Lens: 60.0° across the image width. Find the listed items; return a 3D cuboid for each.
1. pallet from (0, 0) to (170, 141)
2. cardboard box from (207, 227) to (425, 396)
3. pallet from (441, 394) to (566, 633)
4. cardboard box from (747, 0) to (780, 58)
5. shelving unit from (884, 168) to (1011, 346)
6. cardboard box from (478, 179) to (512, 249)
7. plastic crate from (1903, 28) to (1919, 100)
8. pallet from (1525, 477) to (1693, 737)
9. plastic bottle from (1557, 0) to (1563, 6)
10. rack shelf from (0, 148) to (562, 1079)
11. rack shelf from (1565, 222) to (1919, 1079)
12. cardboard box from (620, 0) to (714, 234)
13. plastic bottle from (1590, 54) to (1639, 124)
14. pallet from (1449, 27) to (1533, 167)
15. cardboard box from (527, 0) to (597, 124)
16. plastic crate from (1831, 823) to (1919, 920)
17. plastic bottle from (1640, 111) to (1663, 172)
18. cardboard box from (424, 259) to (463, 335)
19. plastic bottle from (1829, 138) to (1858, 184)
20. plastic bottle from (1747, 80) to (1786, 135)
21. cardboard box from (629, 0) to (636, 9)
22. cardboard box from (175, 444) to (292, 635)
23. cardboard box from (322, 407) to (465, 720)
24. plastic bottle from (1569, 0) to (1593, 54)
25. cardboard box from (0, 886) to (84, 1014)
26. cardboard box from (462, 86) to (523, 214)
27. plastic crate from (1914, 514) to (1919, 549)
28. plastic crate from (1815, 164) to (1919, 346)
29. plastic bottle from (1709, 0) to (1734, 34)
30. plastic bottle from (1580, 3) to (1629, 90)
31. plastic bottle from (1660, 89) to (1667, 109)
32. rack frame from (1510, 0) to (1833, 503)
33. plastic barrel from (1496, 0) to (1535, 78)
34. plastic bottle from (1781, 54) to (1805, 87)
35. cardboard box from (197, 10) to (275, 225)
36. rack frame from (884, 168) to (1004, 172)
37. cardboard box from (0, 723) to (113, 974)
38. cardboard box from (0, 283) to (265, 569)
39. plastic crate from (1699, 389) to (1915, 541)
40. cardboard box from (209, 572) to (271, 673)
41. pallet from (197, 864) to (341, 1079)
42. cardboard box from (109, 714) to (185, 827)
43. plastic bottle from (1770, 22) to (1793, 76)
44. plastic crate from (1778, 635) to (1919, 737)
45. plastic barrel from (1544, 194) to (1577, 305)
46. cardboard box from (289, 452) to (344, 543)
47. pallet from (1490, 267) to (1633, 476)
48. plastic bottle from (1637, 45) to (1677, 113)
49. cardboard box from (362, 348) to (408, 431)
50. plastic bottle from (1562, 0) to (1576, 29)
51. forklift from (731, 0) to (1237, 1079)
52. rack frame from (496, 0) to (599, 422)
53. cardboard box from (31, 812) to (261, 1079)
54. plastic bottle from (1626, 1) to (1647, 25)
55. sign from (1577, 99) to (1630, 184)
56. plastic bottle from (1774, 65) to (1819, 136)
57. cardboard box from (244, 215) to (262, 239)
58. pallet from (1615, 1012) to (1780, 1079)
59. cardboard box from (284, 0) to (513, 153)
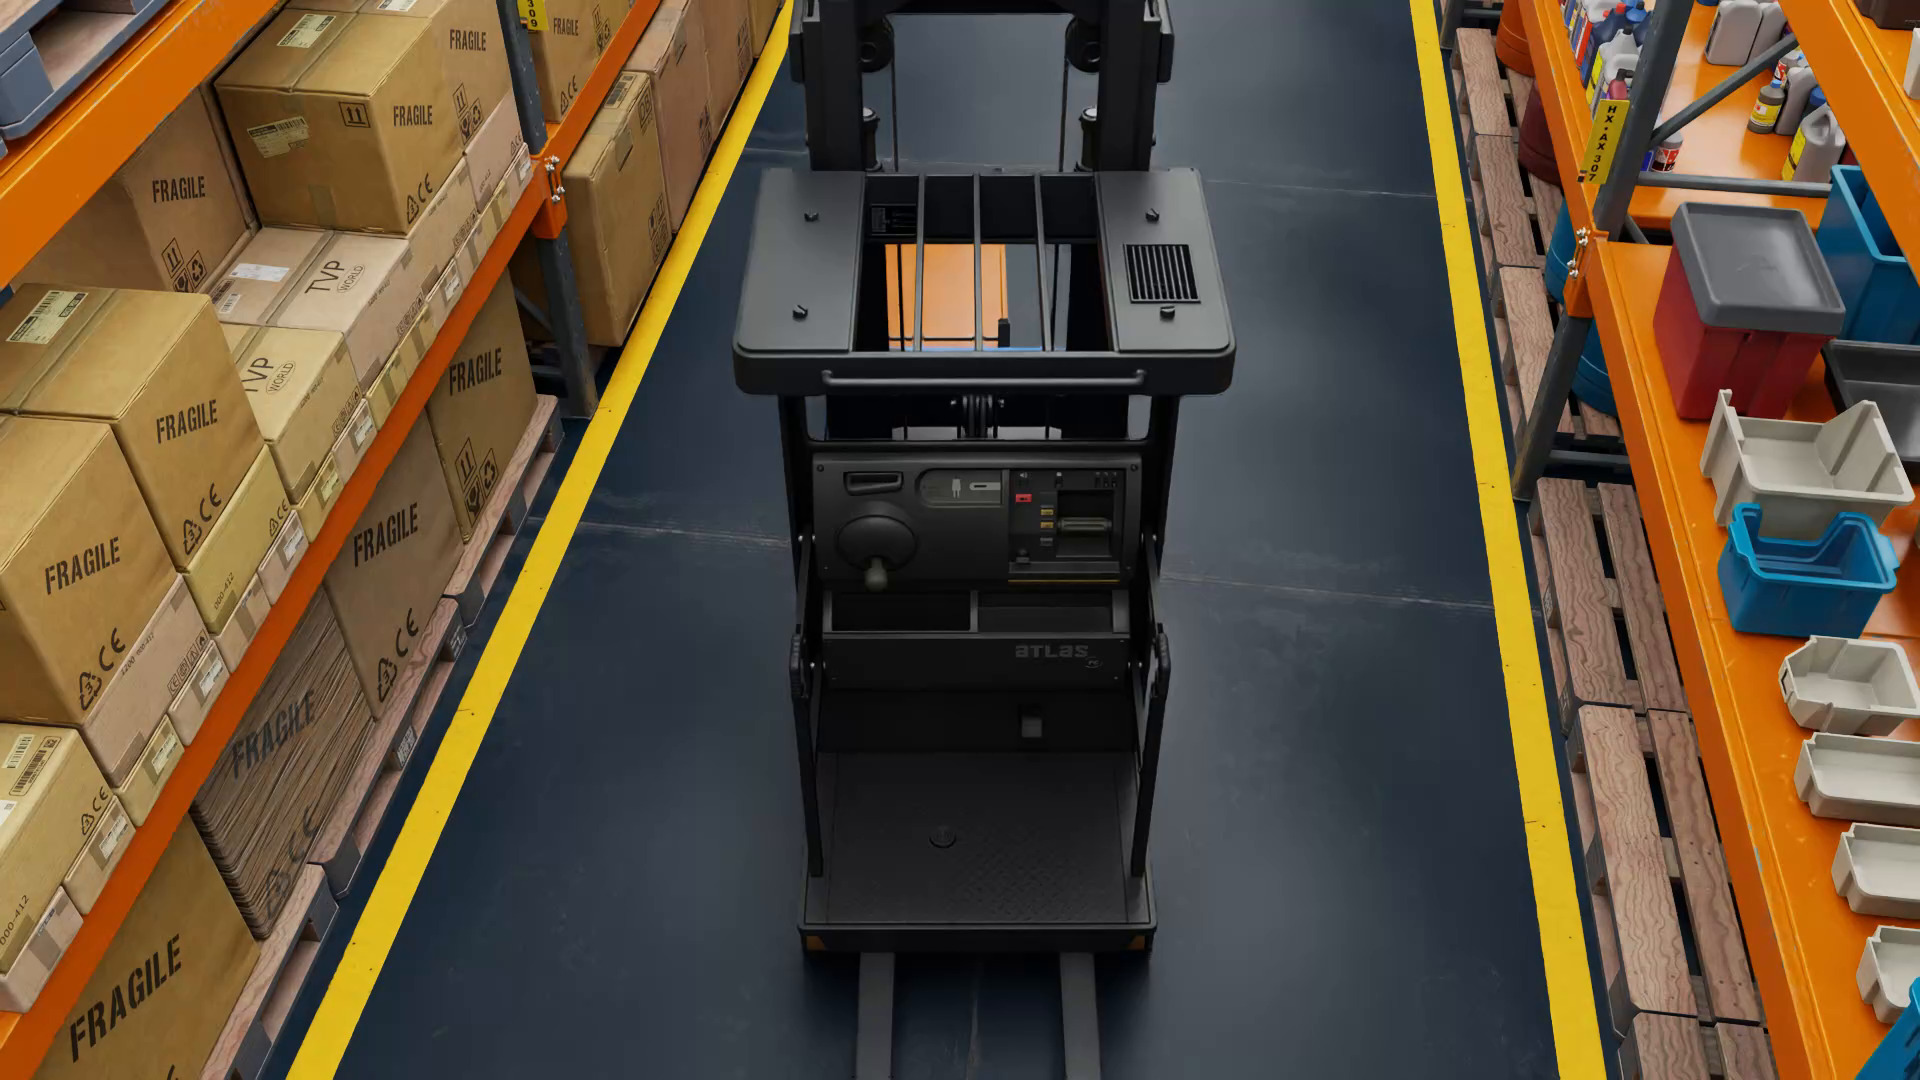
[{"bbox_3d":[-2.388,-1.367,3.895,1.003,0.211,1.213,5,44,6],"label":"pallet"},{"bbox_3d":[-2.037,-0.724,5.225,0.500,0.250,0.500,6,44,6],"label":"cardboard box"},{"bbox_3d":[-2.284,-0.172,6.778,1.003,0.211,1.213,5,44,6],"label":"pallet"},{"bbox_3d":[-1.689,-3.334,9.330,1.225,0.875,0.875,3,44,4],"label":"cardboard box"},{"bbox_3d":[-0.071,-0.729,6.701,0.538,1.125,1.048,0,43,0],"label":"shelving unit"},{"bbox_3d":[-1.855,-1.191,6.009,0.380,0.149,0.250,6,44,6],"label":"cardboard box"},{"bbox_3d":[2.302,-0.944,3.575,0.437,0.136,0.530,5,44,6],"label":"plastic crate"},{"bbox_3d":[2.745,0.272,6.309,1.003,0.211,1.213,5,44,6],"label":"pallet"},{"bbox_3d":[2.684,-2.505,7.299,0.061,0.283,0.133,5,44,6],"label":"plastic bottle"},{"bbox_3d":[-2.370,-0.071,5.167,1.077,0.370,4.000,5,44,6],"label":"rack shelf"},{"bbox_3d":[2.539,0.379,4.692,1.077,0.370,4.000,5,44,6],"label":"rack shelf"},{"bbox_3d":[-1.924,-2.124,8.051,1.225,0.875,0.875,4,44,4],"label":"cardboard box"},{"bbox_3d":[2.584,-1.747,6.504,0.152,0.276,0.135,5,44,6],"label":"plastic bottle"},{"bbox_3d":[3.270,-2.418,9.150,1.003,0.211,1.213,5,44,6],"label":"pallet"},{"bbox_3d":[-1.797,-2.023,6.632,0.500,0.500,0.500,5,44,6],"label":"cardboard box"},{"bbox_3d":[2.256,0.786,3.886,0.396,0.136,0.243,5,44,6],"label":"plastic crate"},{"bbox_3d":[2.535,-1.498,6.241,0.152,0.276,0.135,5,44,6],"label":"plastic bottle"},{"bbox_3d":[-1.923,-0.841,5.639,0.380,0.149,0.250,6,44,6],"label":"cardboard box"},{"bbox_3d":[3.275,-1.414,6.147,0.061,0.283,0.133,5,44,6],"label":"plastic bottle"},{"bbox_3d":[3.165,-1.702,6.511,0.097,0.201,0.097,0,43,0],"label":"plastic bottle"},{"bbox_3d":[-1.665,-2.706,7.354,0.500,0.500,0.500,4,44,5],"label":"cardboard box"},{"bbox_3d":[-2.171,-0.023,4.485,0.500,0.250,0.500,4,44,4],"label":"cardboard box"},{"bbox_3d":[-2.391,-0.021,5.830,0.875,0.875,0.875,5,44,6],"label":"cardboard box"},{"bbox_3d":[2.668,-2.183,6.964,0.152,0.276,0.135,5,44,6],"label":"plastic bottle"},{"bbox_3d":[-2.260,0.910,3.790,0.380,0.149,0.250,6,44,6],"label":"cardboard box"},{"bbox_3d":[-1.904,-1.424,5.965,0.500,0.250,0.500,4,44,5],"label":"cardboard box"},{"bbox_3d":[2.872,0.043,4.671,0.293,0.136,0.466,5,44,6],"label":"plastic crate"},{"bbox_3d":[3.080,-0.912,5.500,0.392,0.384,0.575,5,44,6],"label":"plastic crate"},{"bbox_3d":[3.270,-2.242,7.081,0.097,0.201,0.097,0,43,0],"label":"plastic bottle"},{"bbox_3d":[2.625,-2.010,6.727,0.144,0.351,0.185,5,44,6],"label":"plastic bottle"},{"bbox_3d":[2.710,-1.722,6.531,0.097,0.201,0.097,0,43,0],"label":"plastic bottle"},{"bbox_3d":[2.804,-1.245,5.884,1.000,3.000,0.127,5,44,6],"label":"rack frame"},{"bbox_3d":[3.285,-3.001,9.011,0.600,0.830,0.708,5,44,6],"label":"plastic barrel"},{"bbox_3d":[3.346,-1.846,6.663,0.097,0.201,0.097,0,43,0],"label":"plastic bottle"},{"bbox_3d":[-2.495,-1.383,5.377,0.500,0.500,0.500,5,44,6],"label":"cardboard box"},{"bbox_3d":[-0.072,-1.078,7.070,0.500,1.125,0.032,0,43,0],"label":"rack frame"},{"bbox_3d":[-2.303,0.674,3.749,0.500,0.250,0.500,4,44,4],"label":"cardboard box"},{"bbox_3d":[-2.175,-0.292,4.224,0.500,0.500,0.500,4,44,4],"label":"cardboard box"},{"bbox_3d":[2.419,-0.200,4.822,0.437,0.282,0.530,5,44,6],"label":"plastic crate"},{"bbox_3d":[-2.127,0.209,4.530,0.380,0.149,0.250,4,44,5],"label":"cardboard box"},{"bbox_3d":[-2.606,1.491,5.022,1.003,0.211,1.213,5,44,6],"label":"pallet"},{"bbox_3d":[-2.194,0.560,4.159,0.380,0.149,0.250,4,44,5],"label":"cardboard box"},{"bbox_3d":[3.393,-2.019,6.786,0.061,0.283,0.133,5,44,6],"label":"plastic bottle"},{"bbox_3d":[2.289,0.391,4.304,0.298,0.136,0.250,5,44,6],"label":"plastic crate"},{"bbox_3d":[2.986,-1.488,7.360,0.600,0.901,0.708,5,44,6],"label":"plastic barrel"},{"bbox_3d":[-2.058,-0.139,4.898,0.380,0.149,0.250,4,44,4],"label":"cardboard box"},{"bbox_3d":[2.947,-0.755,7.394,1.003,0.211,1.213,5,44,6],"label":"pallet"},{"bbox_3d":[2.744,-1.871,6.580,0.144,0.351,0.185,5,44,6],"label":"plastic bottle"},{"bbox_3d":[-1.991,-0.491,5.270,0.380,0.149,0.250,5,44,5],"label":"cardboard box"},{"bbox_3d":[2.699,-2.341,7.131,0.152,0.276,0.135,5,44,6],"label":"plastic bottle"},{"bbox_3d":[0.051,0.036,4.580,1.130,2.935,3.031,0,43,0],"label":"forklift"},{"bbox_3d":[-2.106,-1.696,6.359,1.000,3.000,0.127,5,44,6],"label":"rack frame"},{"bbox_3d":[-2.629,1.206,4.535,0.875,0.875,0.875,5,44,6],"label":"cardboard box"},{"bbox_3d":[2.777,-2.091,6.870,0.097,0.271,0.097,0,43,0],"label":"plastic bottle"},{"bbox_3d":[2.259,-1.397,5.843,0.100,0.325,0.005,5,44,6],"label":"sign"},{"bbox_3d":[3.291,-1.731,6.486,0.152,0.276,0.135,5,44,6],"label":"plastic bottle"},{"bbox_3d":[-2.498,-1.114,5.638,0.500,0.250,0.500,5,44,5],"label":"cardboard box"},{"bbox_3d":[2.422,1.935,4.553,1.003,0.211,1.213,5,44,6],"label":"pallet"},{"bbox_3d":[-1.901,-1.684,5.694,0.500,0.500,0.500,6,44,7],"label":"cardboard box"}]
